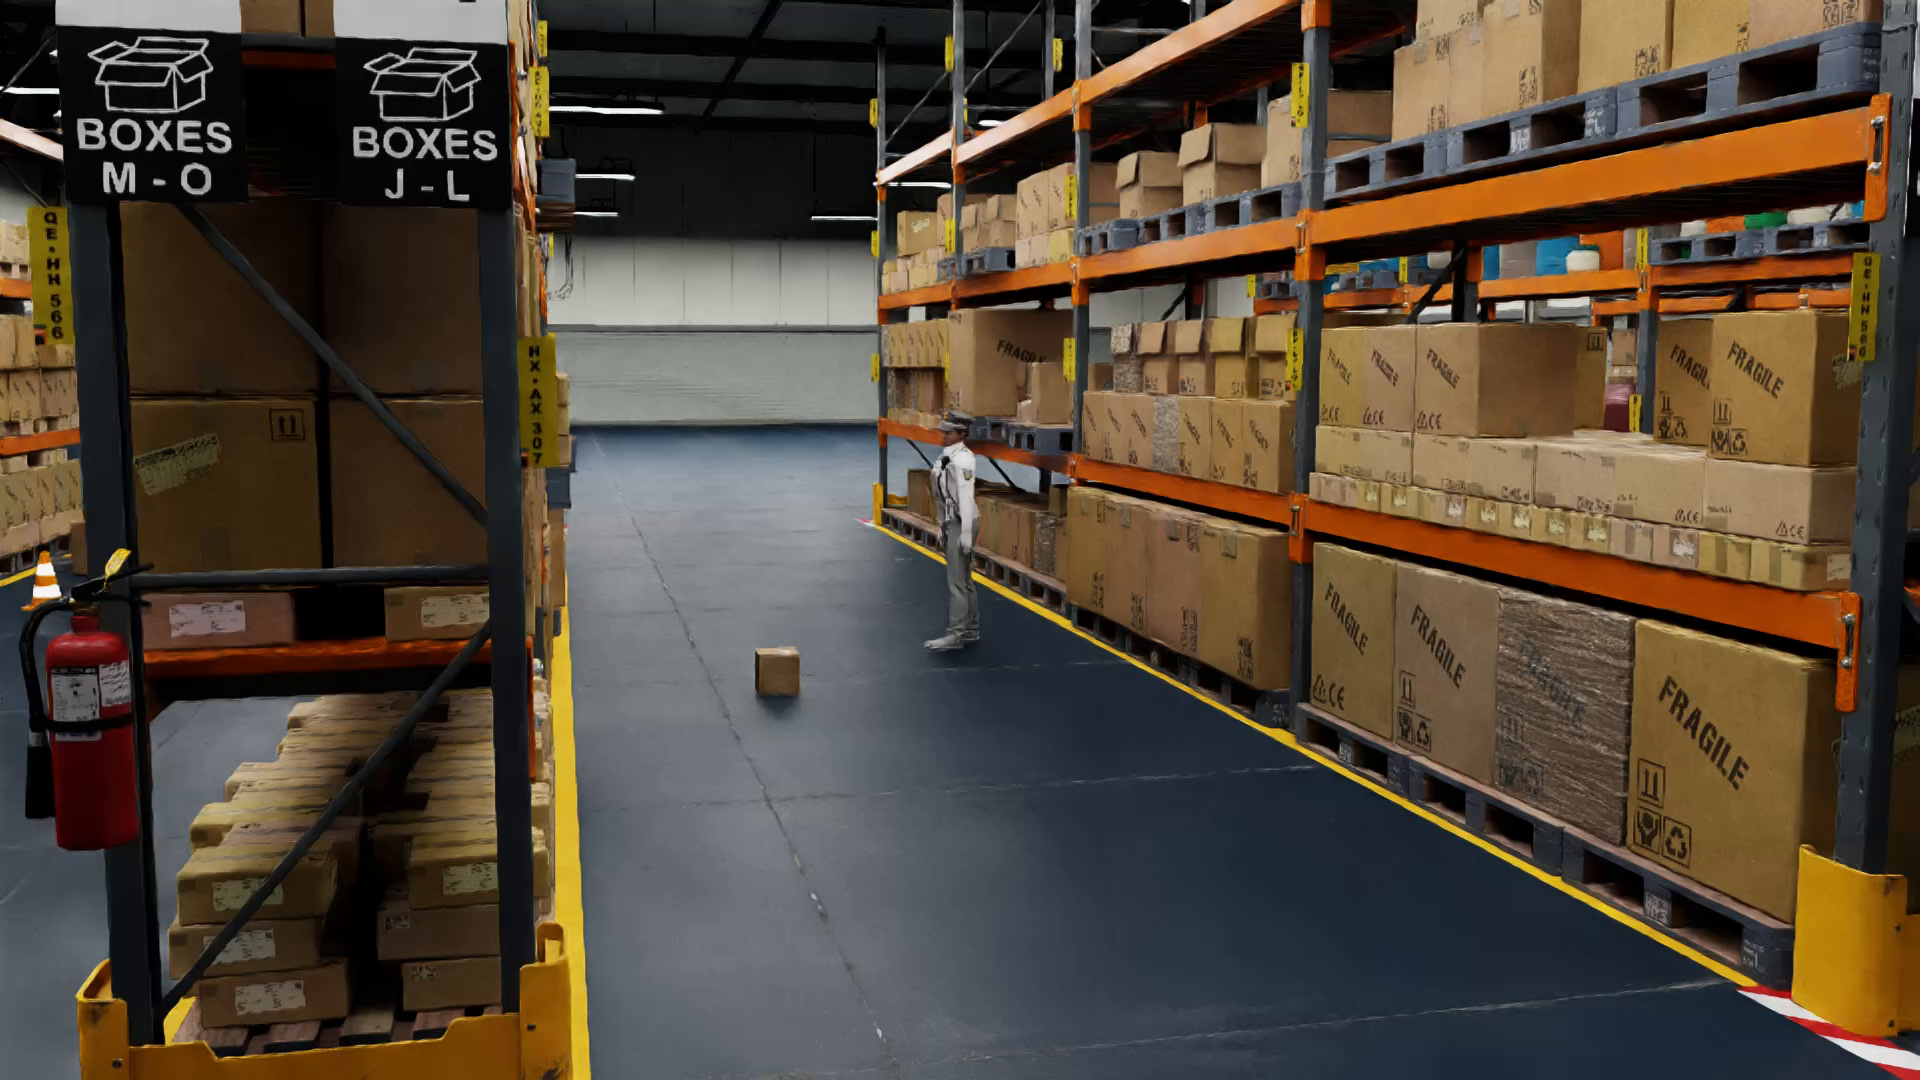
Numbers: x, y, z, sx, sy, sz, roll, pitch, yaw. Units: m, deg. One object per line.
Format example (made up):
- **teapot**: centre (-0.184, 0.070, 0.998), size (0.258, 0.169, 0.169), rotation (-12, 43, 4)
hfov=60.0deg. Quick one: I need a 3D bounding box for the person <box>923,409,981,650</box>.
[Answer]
- **person**: centre (-0.057, -0.077, 11.635), size (0.478, 1.670, 0.568), rotation (-2, 6, -14)
